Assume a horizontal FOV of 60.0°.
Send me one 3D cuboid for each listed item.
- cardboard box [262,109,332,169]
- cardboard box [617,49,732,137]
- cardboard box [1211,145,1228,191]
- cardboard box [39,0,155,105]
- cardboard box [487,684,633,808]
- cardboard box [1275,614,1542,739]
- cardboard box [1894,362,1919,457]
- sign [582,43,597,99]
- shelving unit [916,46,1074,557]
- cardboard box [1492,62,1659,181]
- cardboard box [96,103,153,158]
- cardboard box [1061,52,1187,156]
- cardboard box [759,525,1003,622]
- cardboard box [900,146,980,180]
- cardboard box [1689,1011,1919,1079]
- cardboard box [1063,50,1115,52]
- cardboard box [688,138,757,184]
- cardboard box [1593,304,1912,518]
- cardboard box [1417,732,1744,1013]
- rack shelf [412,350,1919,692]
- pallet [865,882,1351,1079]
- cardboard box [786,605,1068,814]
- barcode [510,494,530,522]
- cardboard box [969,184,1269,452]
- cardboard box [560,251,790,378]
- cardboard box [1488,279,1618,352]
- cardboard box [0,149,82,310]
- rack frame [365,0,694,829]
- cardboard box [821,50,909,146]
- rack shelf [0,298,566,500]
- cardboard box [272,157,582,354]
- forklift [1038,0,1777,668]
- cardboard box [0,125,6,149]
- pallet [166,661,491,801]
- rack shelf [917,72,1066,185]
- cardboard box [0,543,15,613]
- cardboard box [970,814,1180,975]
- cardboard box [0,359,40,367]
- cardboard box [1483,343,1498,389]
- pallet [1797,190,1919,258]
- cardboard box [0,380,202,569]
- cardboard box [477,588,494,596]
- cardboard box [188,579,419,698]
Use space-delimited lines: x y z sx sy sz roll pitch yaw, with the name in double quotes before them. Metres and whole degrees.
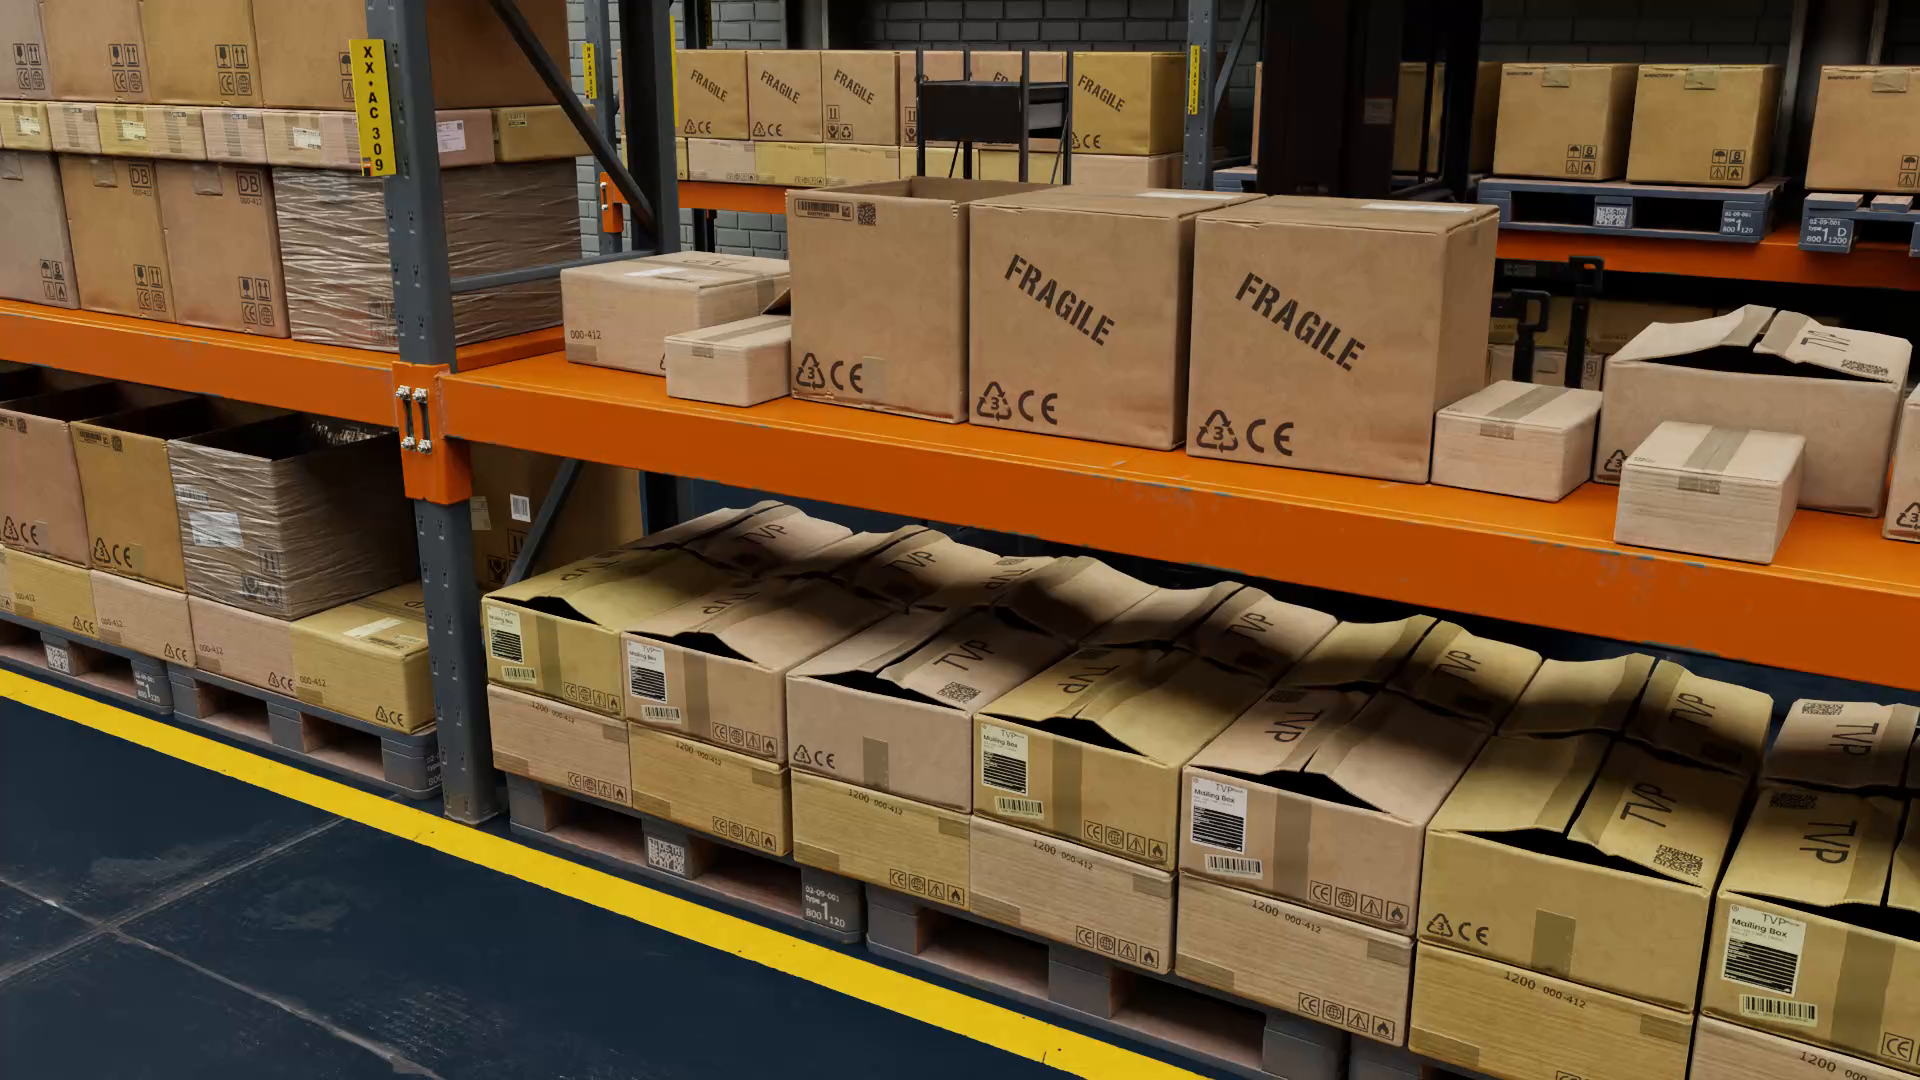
"cardboard box" -1.714 -1.137 4.675 0.250 0.149 0.380 10 19 29
"cardboard box" -1.730 -2.738 10.166 0.500 0.500 0.500 10 20 30
"cardboard box" 1.141 -2.042 9.166 0.500 0.250 0.500 10 20 31
"cardboard box" -2.399 -1.640 5.214 0.500 0.500 0.700 10 20 30
"cardboard box" -0.946 0.485 4.631 0.500 0.250 0.500 10 19 29
"cardboard box" 1.070 0.394 3.966 0.500 0.311 0.500 10 19 29
"cardboard box" 4.197 -0.482 7.352 0.500 0.500 0.700 10 20 31
"sign" -2.263 -2.868 10.172 0.005 0.325 0.100 10 20 30
"shelving unit" 0.141 -0.980 6.993 0.503 2.100 0.431 10 20 30
"cardboard box" 2.895 -1.973 7.786 0.500 0.500 0.700 13 21 38
"cardboard box" -2.370 -1.254 5.060 0.250 0.149 0.380 10 20 30
"cardboard box" 0.864 -2.272 8.632 0.500 0.500 0.500 10 20 30
"cardboard box" -0.219 0.162 4.729 0.500 0.311 0.500 11 20 32
"cardboard box" 0.010 -2.065 9.242 0.500 0.250 0.500 10 20 30
"cardboard box" 1.672 0.951 3.097 0.500 0.250 0.500 11 20 31
"cardboard box" 0.699 -2.479 9.315 0.500 0.500 0.500 10 20 30
"cardboard box" -1.280 -2.298 10.008 0.500 0.250 0.500 9 19 28
"cardboard box" 1.587 -0.285 3.312 0.500 0.311 0.500 10 19 29
"cardboard box" 1.227 0.607 3.267 0.500 0.311 0.500 10 19 29
"rack shelf" 0.544 -0.104 3.800 4.000 0.370 1.077 10 20 30
"pallet" 0.532 0.870 4.155 1.213 0.211 1.003 10 20 30
"cardboard box" -0.073 0.375 4.030 0.500 0.311 0.500 9 19 28
"barcode" -1.161 -0.084 4.389 0.075 0.075 0.001 10 20 30
"cardboard box" 0.361 -0.523 3.769 0.500 0.500 0.500 10 20 30
"cardboard box" -0.718 -0.616 4.507 0.500 0.250 0.500 12 20 33
"cardboard box" 2.887 -1.101 8.097 0.500 0.250 0.500 9 19 28
"cardboard box" -2.857 -1.099 5.668 0.500 0.500 0.700 11 20 32
"rack frame" -1.160 -0.752 4.696 0.127 3.000 1.000 10 20 30
"cardboard box" -0.431 -2.504 9.398 0.500 0.500 0.500 11 20 32
"rack shelf" -2.865 -0.712 5.803 4.000 0.370 1.077 10 20 30
"cardboard box" -1.542 -0.866 4.899 0.500 0.500 0.700 10 19 29
"forklift" 1.842 -1.062 5.834 3.031 2.935 1.130 9 19 28
"cardboard box" -3.038 -1.372 5.448 0.250 0.149 0.380 10 20 31
"pallet" -1.816 0.451 5.534 1.213 0.211 1.003 10 20 30
"rack shelf" 0.141 -1.636 6.794 0.480 0.518 0.431 10 20 30
"cardboard box" -3.375 0.042 6.090 0.500 0.250 0.500 10 20 30
"cardboard box" 0.364 0.719 3.861 0.500 0.250 0.500 11 20 31
"cardboard box" -3.956 -0.597 6.903 0.500 0.500 0.500 10 20 30
"cardboard box" 2.531 -0.820 8.464 0.500 0.500 0.700 10 19 29
"pallet" 4.174 -1.361 7.032 1.003 0.211 1.213 10 20 30
"cardboard box" -2.952 -0.239 5.726 0.500 0.500 0.500 10 20 30
"cardboard box" -1.397 0.217 5.515 0.500 0.250 0.500 10 20 30
"cardboard box" -2.091 0.268 5.348 0.500 0.250 0.500 10 20 30
